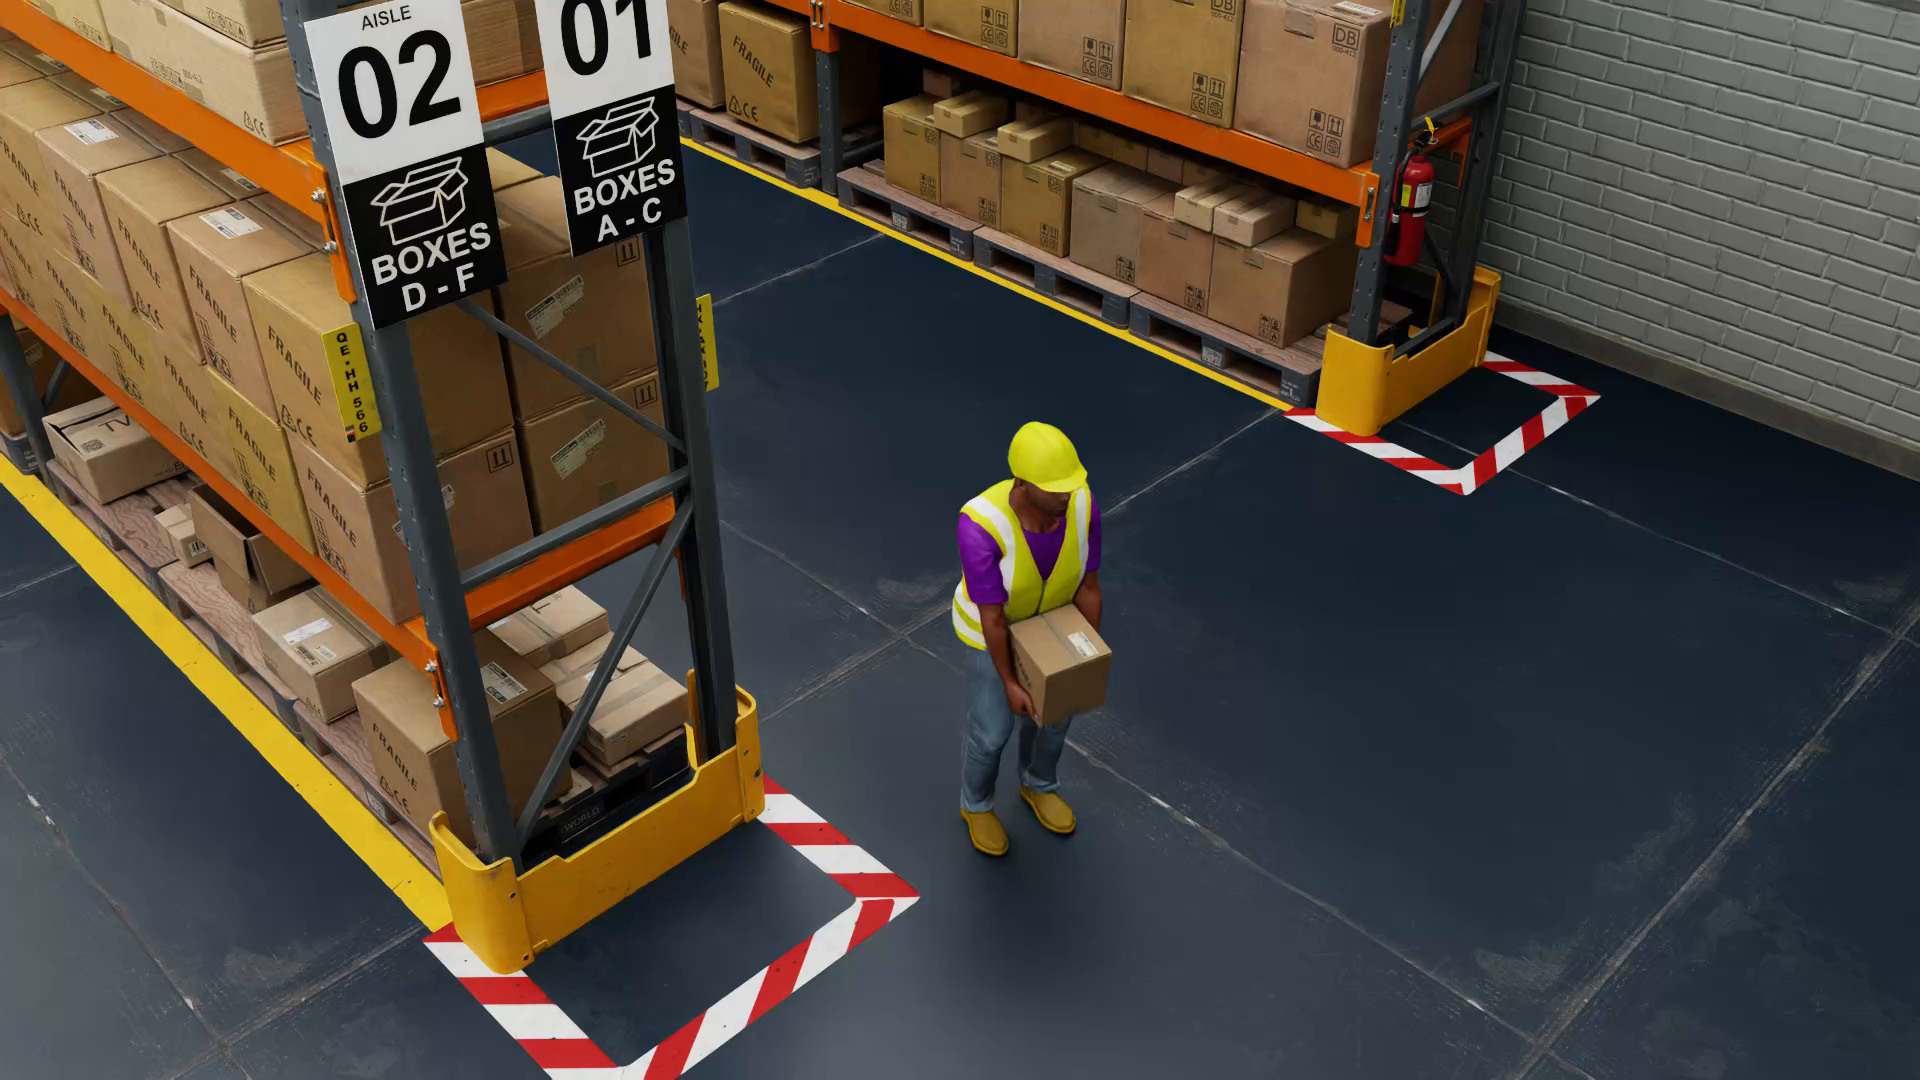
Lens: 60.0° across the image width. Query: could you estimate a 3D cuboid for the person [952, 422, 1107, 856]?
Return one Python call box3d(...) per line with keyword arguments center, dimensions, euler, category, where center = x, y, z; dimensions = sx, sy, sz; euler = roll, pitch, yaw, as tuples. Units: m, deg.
box3d(center=(0.250, 0.359, 5.634), dimensions=(0.503, 1.745, 0.583), euler=(-15, 38, -20), category="person")
